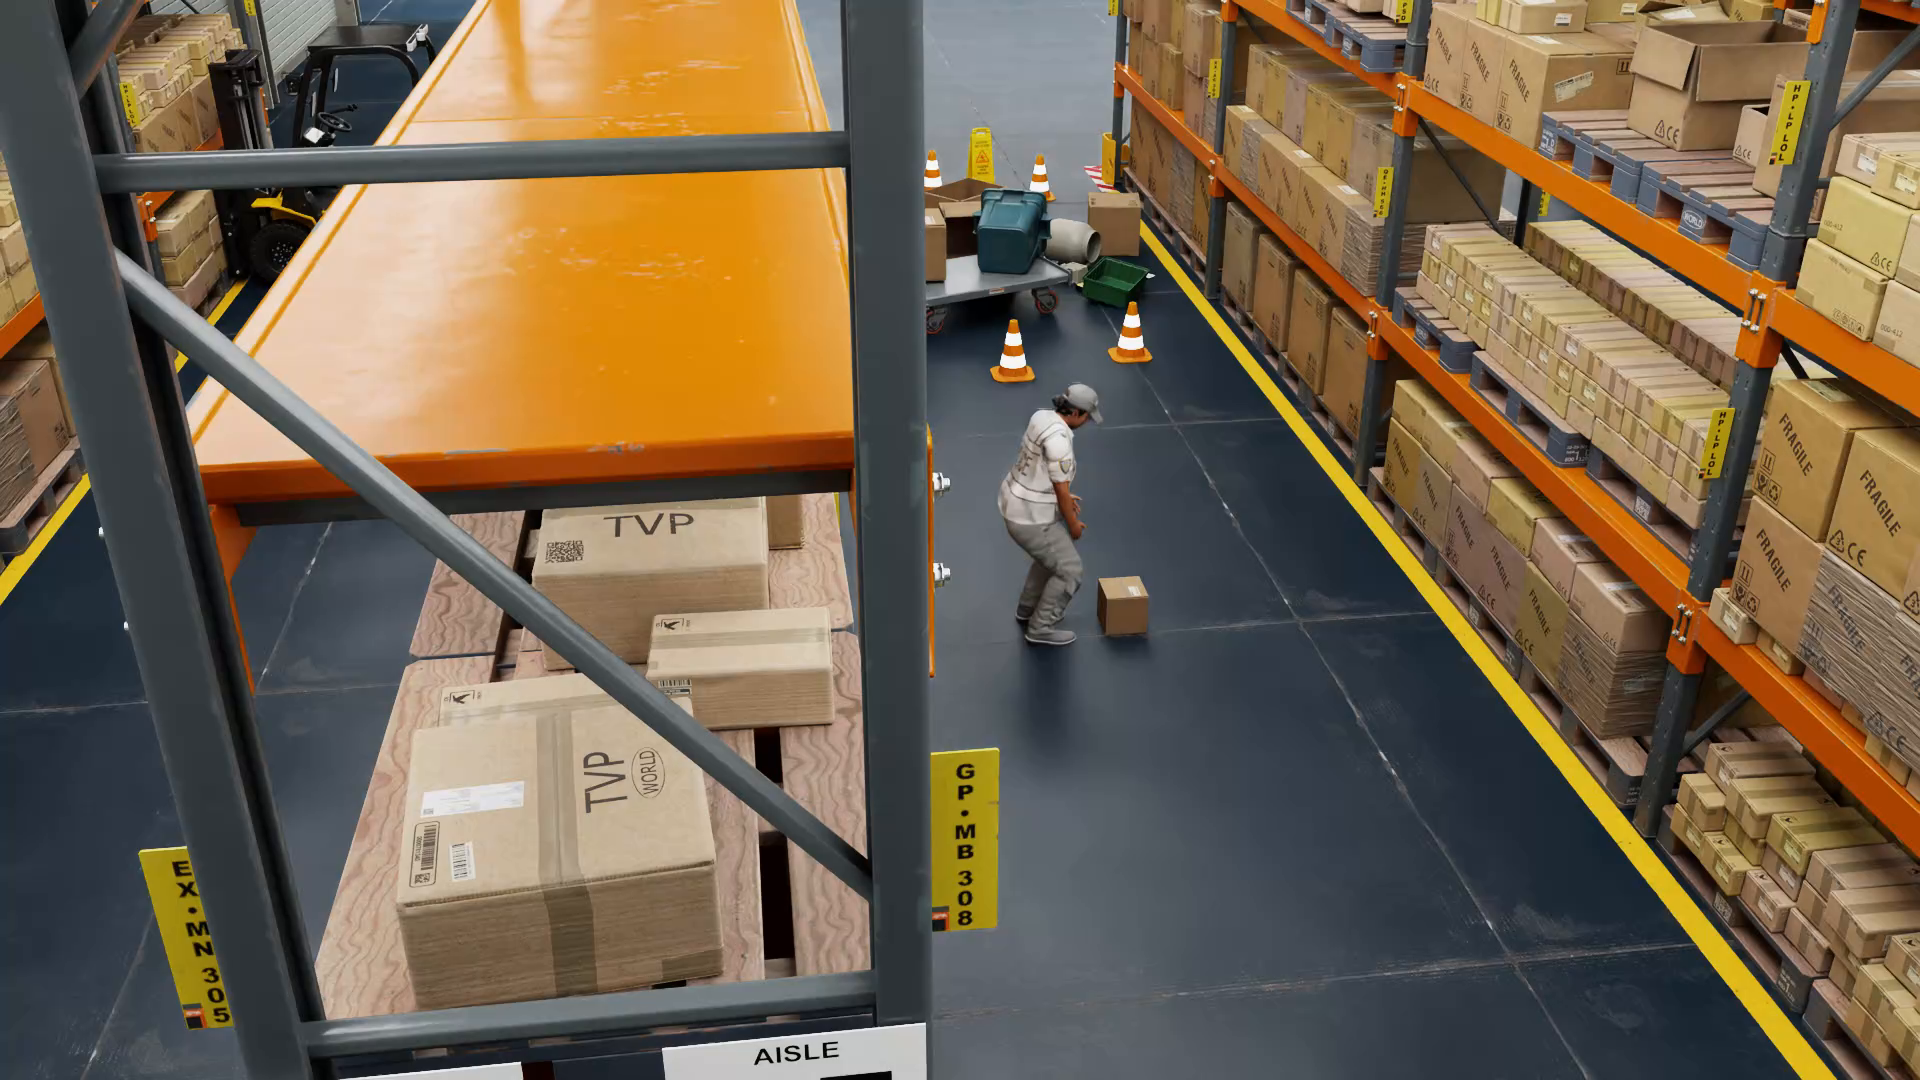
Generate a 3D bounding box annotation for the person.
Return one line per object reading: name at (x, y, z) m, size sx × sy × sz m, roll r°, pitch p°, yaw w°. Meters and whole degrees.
person at (0.511, -0.165, 9.556) m, size 0.591 × 1.542 × 0.519 m, roll -3°, pitch 27°, yaw -6°
